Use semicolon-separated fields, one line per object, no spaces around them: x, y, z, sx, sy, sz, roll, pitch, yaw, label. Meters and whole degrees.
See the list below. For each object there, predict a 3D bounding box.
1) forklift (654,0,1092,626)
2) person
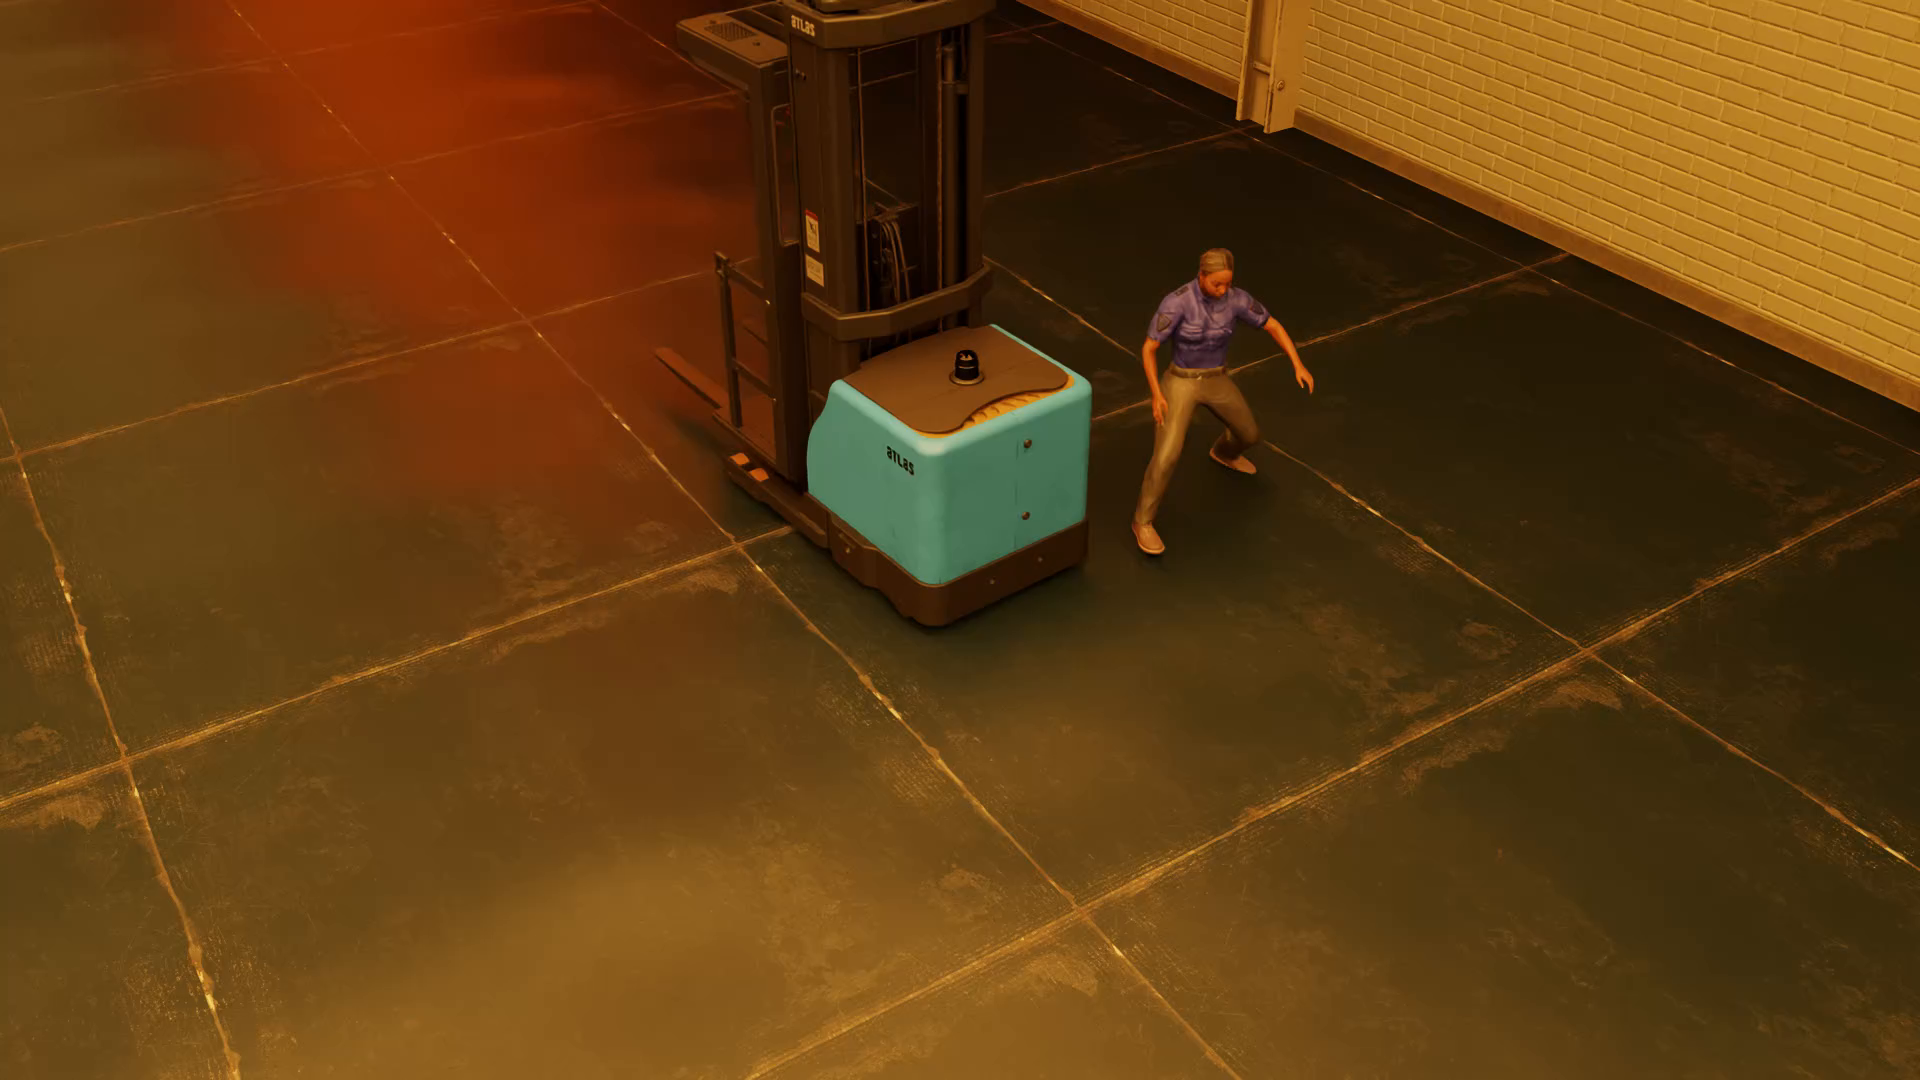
-0.645;-1.575;8.389;1.130;2.935;3.031;-24;42;-30;forklift
1.290;-0.784;8.563;0.936;1.517;0.876;-9;36;-13;person
